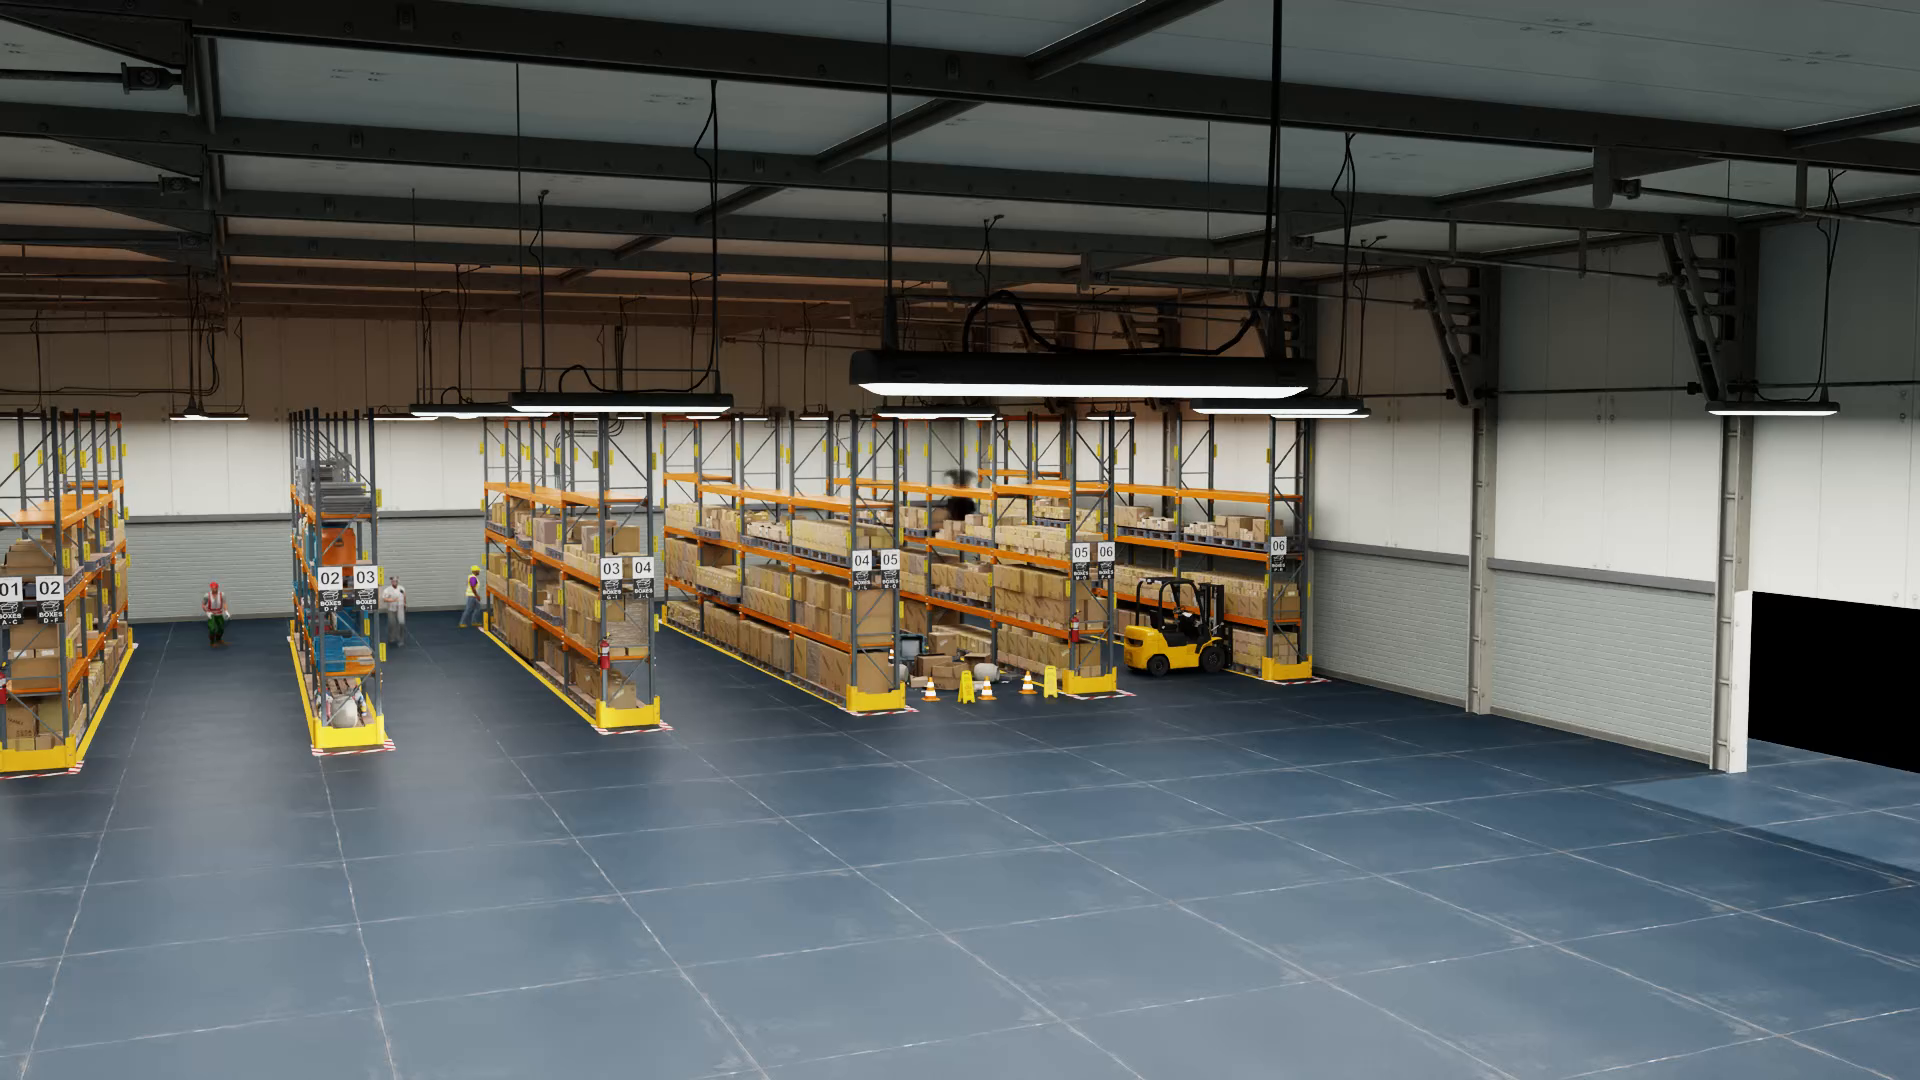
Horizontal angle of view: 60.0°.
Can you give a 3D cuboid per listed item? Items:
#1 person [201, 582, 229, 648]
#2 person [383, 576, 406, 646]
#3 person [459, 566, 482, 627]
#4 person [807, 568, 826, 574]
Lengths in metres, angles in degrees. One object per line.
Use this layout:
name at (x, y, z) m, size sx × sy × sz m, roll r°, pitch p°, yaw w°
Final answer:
person at (-19.048, 1.902, 42.467) m, size 0.631 × 1.707 × 0.791 m, roll -3°, pitch 5°, yaw -40°
person at (-14.599, 1.839, 42.975) m, size 0.617 × 1.840 × 0.875 m, roll -2°, pitch 5°, yaw -29°
person at (-13.783, 1.582, 46.791) m, size 0.641 × 1.721 × 0.706 m, roll -1°, pitch 4°, yaw -14°
person at (-4.148, 1.444, 51.136) m, size 1.164 × 1.473 × 0.576 m, roll -2°, pitch 4°, yaw -25°
